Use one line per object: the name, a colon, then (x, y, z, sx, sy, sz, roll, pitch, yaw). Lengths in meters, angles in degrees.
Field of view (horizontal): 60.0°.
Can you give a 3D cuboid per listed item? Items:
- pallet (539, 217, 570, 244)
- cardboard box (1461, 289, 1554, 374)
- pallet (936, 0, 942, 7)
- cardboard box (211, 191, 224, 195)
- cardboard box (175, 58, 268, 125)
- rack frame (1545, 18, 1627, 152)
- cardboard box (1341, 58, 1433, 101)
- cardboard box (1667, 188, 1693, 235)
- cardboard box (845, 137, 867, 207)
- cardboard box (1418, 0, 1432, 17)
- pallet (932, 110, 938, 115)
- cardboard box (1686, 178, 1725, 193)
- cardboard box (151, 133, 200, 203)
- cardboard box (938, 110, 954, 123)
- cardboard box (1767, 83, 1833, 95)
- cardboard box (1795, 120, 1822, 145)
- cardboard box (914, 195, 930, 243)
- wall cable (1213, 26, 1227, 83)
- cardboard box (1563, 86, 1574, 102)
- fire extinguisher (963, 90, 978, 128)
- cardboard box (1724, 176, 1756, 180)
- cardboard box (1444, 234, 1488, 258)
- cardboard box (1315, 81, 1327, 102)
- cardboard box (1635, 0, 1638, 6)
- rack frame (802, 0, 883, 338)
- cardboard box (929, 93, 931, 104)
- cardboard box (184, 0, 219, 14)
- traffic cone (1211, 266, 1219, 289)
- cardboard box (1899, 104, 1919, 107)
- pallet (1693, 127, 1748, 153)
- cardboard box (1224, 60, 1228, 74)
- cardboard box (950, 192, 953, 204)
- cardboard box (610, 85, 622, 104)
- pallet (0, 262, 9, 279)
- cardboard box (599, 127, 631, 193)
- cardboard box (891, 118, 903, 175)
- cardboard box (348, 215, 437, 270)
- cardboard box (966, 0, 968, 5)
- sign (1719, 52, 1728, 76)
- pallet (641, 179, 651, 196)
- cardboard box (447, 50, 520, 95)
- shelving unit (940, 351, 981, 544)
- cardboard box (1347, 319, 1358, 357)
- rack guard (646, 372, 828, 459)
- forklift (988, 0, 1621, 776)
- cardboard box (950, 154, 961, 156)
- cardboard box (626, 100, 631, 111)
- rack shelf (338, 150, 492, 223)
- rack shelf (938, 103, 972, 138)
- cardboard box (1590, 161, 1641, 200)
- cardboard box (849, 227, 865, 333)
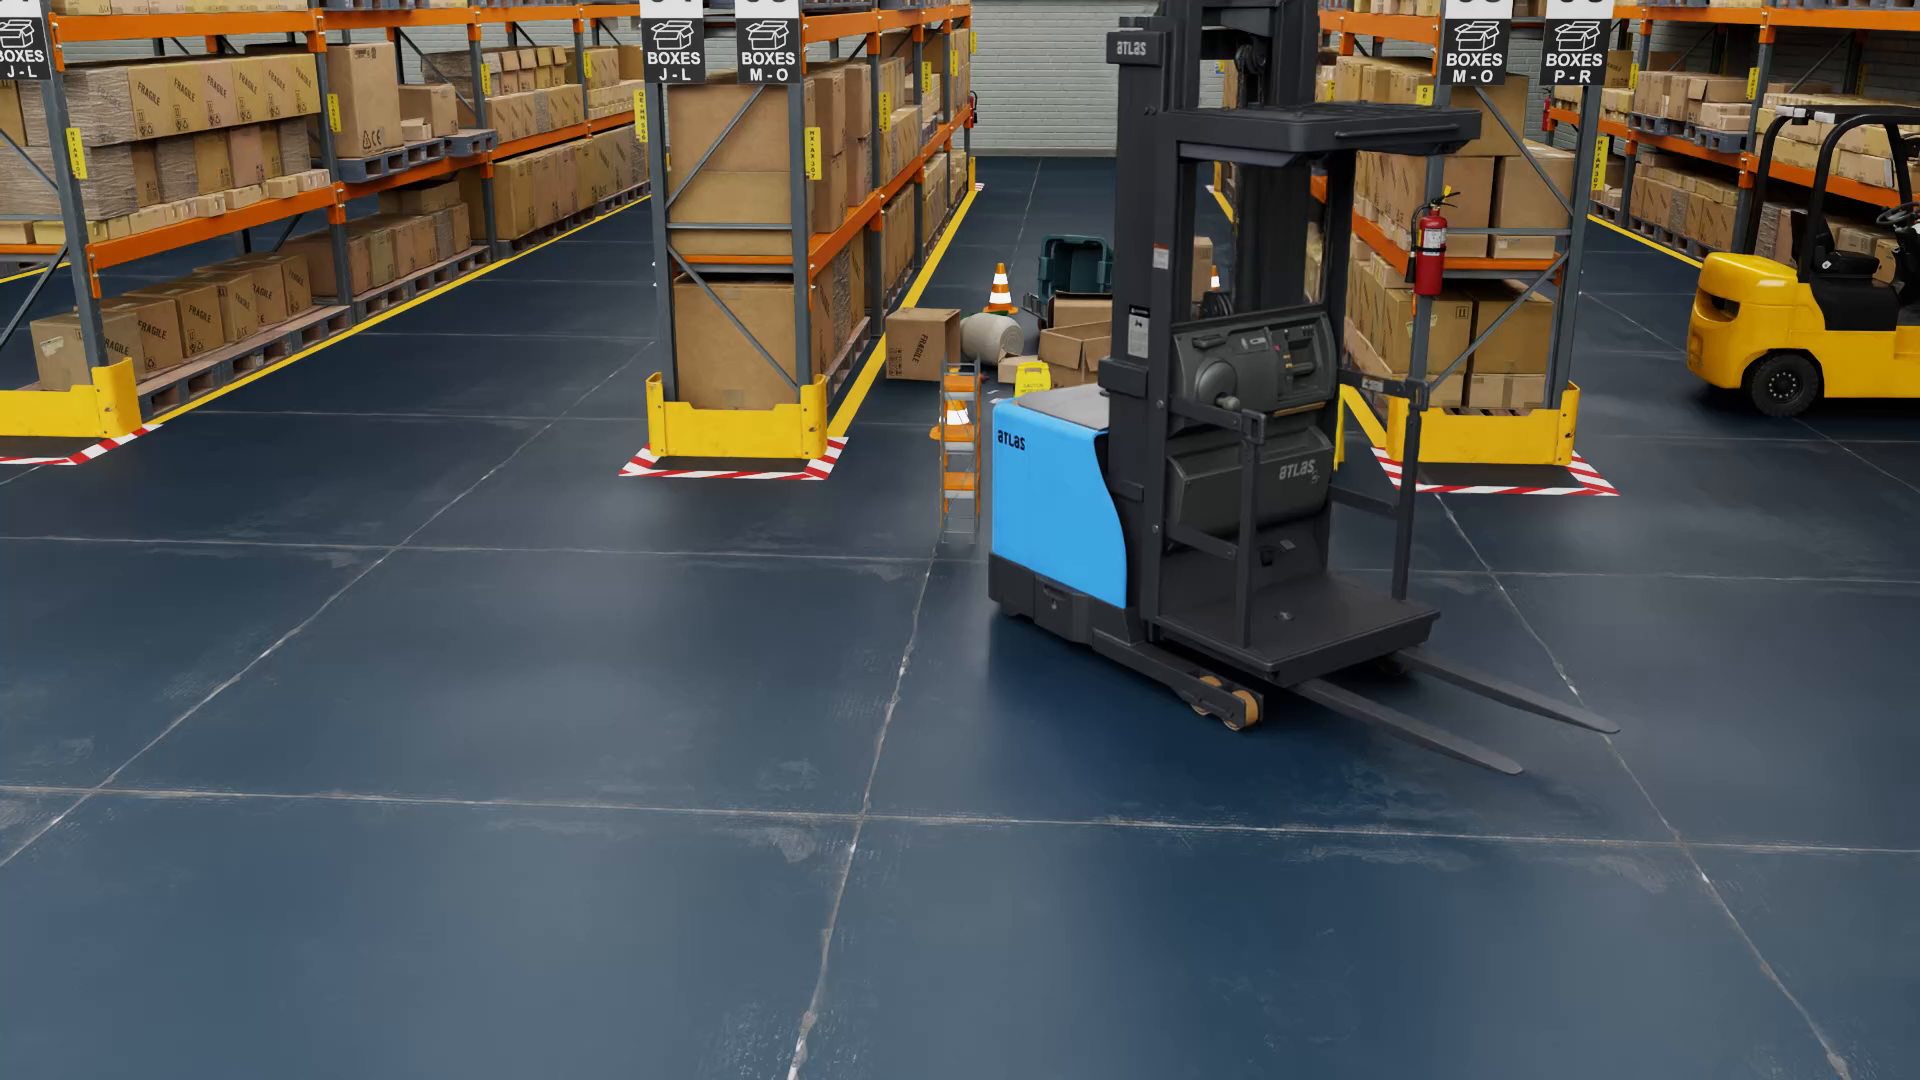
pallet: (-5.637, -3.959, 21.166, 1.003, 0.211, 1.213, 1, 18, 4)
cardboard box: (3.787, -1.458, 11.593, 0.500, 0.500, 0.500, 1, 18, 2)
pallet: (-0.854, -6.588, 20.195, 1.213, 0.211, 1.003, 1, 18, 4)
cardboard box: (-6.085, -2.687, 13.208, 0.380, 0.149, 0.250, 1, 18, 4)
cardboard box: (-5.975, -3.628, 13.435, 0.500, 0.500, 0.500, 1, 18, 4)
rack frame: (9.550, -6.817, 25.410, 1.000, 3.000, 0.127, 1, 18, 4)
cardboard box: (3.432, -3.574, 13.268, 0.700, 0.500, 0.500, 1, 18, 4)
cardboard box: (8.892, -3.960, 20.030, 0.500, 0.500, 0.500, 1, 18, 2)
cardboard box: (-1.237, -3.064, 13.715, 0.875, 0.550, 0.550, 1, 18, 4)
cardboard box: (3.183, -3.458, 10.746, 0.380, 0.149, 0.250, 1, 18, 4)
pallet: (-0.832, -5.438, 21.510, 1.003, 0.211, 1.213, 1, 18, 4)
cardboard box: (8.882, -4.222, 19.790, 0.380, 0.149, 0.250, 0, 18, 1)
cardboard box: (-6.371, -2.850, 12.665, 0.875, 0.500, 0.500, 1, 18, 4)
cardboard box: (-0.286, -5.725, 22.480, 0.380, 0.149, 0.250, 2, 18, 6)
cardboard box: (9.169, -4.736, 18.223, 0.500, 0.500, 0.500, 2, 18, 7)
cardboard box: (8.608, -4.049, 16.399, 0.500, 0.250, 0.500, 1, 18, 3)
cardboard box: (-0.614, -3.747, 19.380, 0.500, 0.500, 0.500, 1, 18, 2)
wall cable: (4.980, -9.176, 30.927, 0.585, 1.953, 0.123, 1, 18, 4)
cardboard box: (9.213, -6.595, 24.497, 0.500, 0.250, 0.500, 1, 18, 5)
fire extinguisher: (0.133, -6.860, 26.263, 0.296, 0.674, 0.183, 1, 18, 4)
cardboard box: (9.426, -4.293, 20.005, 0.380, 0.149, 0.250, 1, 18, 2)
cardboard box: (3.265, -1.959, 10.987, 0.380, 0.149, 0.250, 2, 18, 6)
cardboard box: (3.620, -4.051, 15.655, 0.500, 0.500, 0.500, 2, 18, 6)
cardboard box: (8.994, -6.999, 21.551, 0.380, 0.149, 0.250, 1, 18, 4)
rack frame: (-1.206, -3.279, 14.612, 1.000, 3.000, 0.127, 1, 18, 4)
cardboard box: (-0.555, -5.447, 20.482, 0.380, 0.149, 0.250, 1, 18, 4)
cardboard box: (-6.038, -4.152, 12.702, 0.500, 0.250, 0.500, 2, 18, 6)
traffic cone: (2.431, -2.410, 16.036, 0.336, 0.463, 0.334, 1, 18, 4)
cardboard box: (9.085, -4.023, 15.680, 0.380, 0.149, 0.250, 1, 18, 4)
pallet: (8.955, -4.453, 18.504, 1.213, 0.211, 1.003, 1, 18, 4)
cardboard box: (4.280, -7.306, 25.138, 0.500, 0.500, 0.500, 1, 18, 3)
cardboard box: (-0.286, -4.714, 22.896, 0.380, 0.149, 0.250, 0, 18, 2)
cardboard box: (-5.205, -6.431, 23.995, 0.500, 0.250, 0.500, 2, 18, 5)
pallet: (-10.984, -2.831, 17.724, 1.003, 0.211, 1.213, 1, 18, 4)
cardboard box: (-5.381, -5.578, 24.367, 0.875, 0.875, 0.875, 1, 18, 4)
cardboard box: (-0.826, -3.796, 16.029, 0.500, 0.500, 0.500, 1, 18, 4)
cardboard box: (-5.948, -3.127, 17.457, 0.700, 0.500, 0.500, 3, 18, 9)
cardboard box: (-0.144, -8.054, 24.609, 0.500, 0.250, 0.500, 1, 18, 4)
sign: (9.817, -6.113, 21.404, 0.100, 0.325, 0.005, 1, 18, 4)
pallet: (-5.265, -5.572, 26.091, 1.003, 0.211, 1.213, 1, 18, 4)
cardboard box: (-5.741, -5.616, 19.974, 0.797, 0.503, 0.637, 2, 18, 5)
shelving unit: (0.004, -0.516, 9.310, 0.215, 1.050, 0.252, 1, 18, 4)
cardboard box: (3.364, -1.584, 13.182, 0.500, 0.250, 0.500, 1, 18, 3)
rack guard: (-1.494, -0.841, 11.187, 1.175, 0.500, 0.348, 1, 18, 4)
forklift: (1.413, -0.765, 7.052, 1.130, 2.935, 3.031, -13, 22, -34)
cardboard box: (-0.180, -5.724, 25.023, 0.380, 0.149, 0.250, 1, 18, 2)
cardboard box: (-5.093, -6.436, 24.650, 0.380, 0.149, 0.250, 2, 18, 5)
rack shelf: (-6.003, -3.700, 17.053, 1.077, 0.370, 4.000, 1, 18, 4)
rack shelf: (-0.489, -6.043, 24.202, 1.077, 0.370, 4.000, 1, 18, 4)
cardboard box: (9.237, -5.054, 23.369, 0.700, 0.500, 0.500, 1, 18, 2)
cardboard box: (-1.321, -2.275, 14.286, 0.875, 0.875, 0.875, 2, 18, 5)
